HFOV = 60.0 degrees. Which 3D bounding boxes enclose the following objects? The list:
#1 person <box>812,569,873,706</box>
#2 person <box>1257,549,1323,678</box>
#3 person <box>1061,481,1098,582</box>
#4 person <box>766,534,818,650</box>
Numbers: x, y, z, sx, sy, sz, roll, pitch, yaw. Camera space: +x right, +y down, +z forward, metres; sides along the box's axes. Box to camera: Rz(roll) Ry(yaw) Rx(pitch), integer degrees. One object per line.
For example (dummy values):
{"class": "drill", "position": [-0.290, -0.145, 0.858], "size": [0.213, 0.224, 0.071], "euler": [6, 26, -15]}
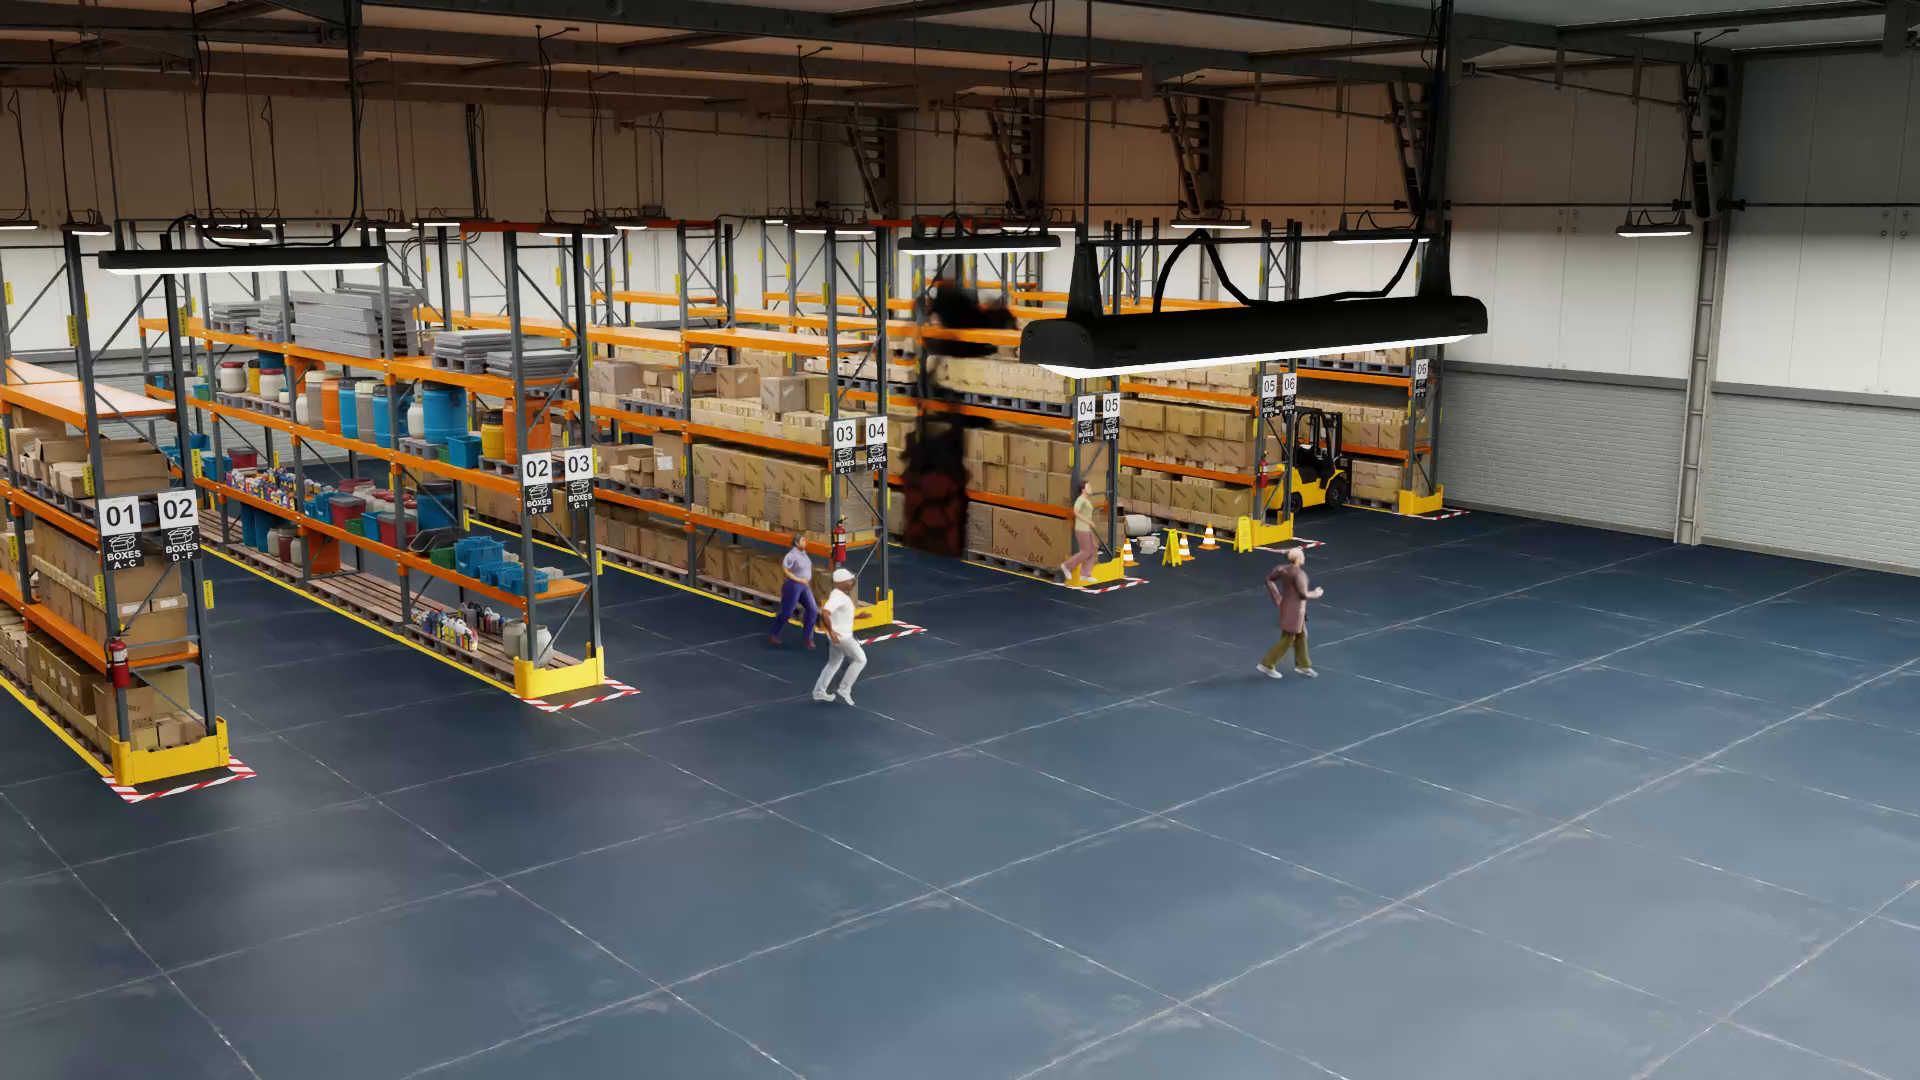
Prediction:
{"class": "person", "position": [-1.496, 1.250, 21.255], "size": [0.807, 1.787, 0.671], "euler": [-3, 12, -13]}
{"class": "person", "position": [4.448, 1.109, 22.351], "size": [0.936, 1.611, 0.687], "euler": [-2, 12, -10]}
{"class": "person", "position": [1.973, -0.152, 27.069], "size": [0.613, 1.647, 0.599], "euler": [3, 12, 13]}
{"class": "person", "position": [-2.376, 0.841, 24.158], "size": [0.769, 1.490, 0.676], "euler": [6, 13, 29]}
